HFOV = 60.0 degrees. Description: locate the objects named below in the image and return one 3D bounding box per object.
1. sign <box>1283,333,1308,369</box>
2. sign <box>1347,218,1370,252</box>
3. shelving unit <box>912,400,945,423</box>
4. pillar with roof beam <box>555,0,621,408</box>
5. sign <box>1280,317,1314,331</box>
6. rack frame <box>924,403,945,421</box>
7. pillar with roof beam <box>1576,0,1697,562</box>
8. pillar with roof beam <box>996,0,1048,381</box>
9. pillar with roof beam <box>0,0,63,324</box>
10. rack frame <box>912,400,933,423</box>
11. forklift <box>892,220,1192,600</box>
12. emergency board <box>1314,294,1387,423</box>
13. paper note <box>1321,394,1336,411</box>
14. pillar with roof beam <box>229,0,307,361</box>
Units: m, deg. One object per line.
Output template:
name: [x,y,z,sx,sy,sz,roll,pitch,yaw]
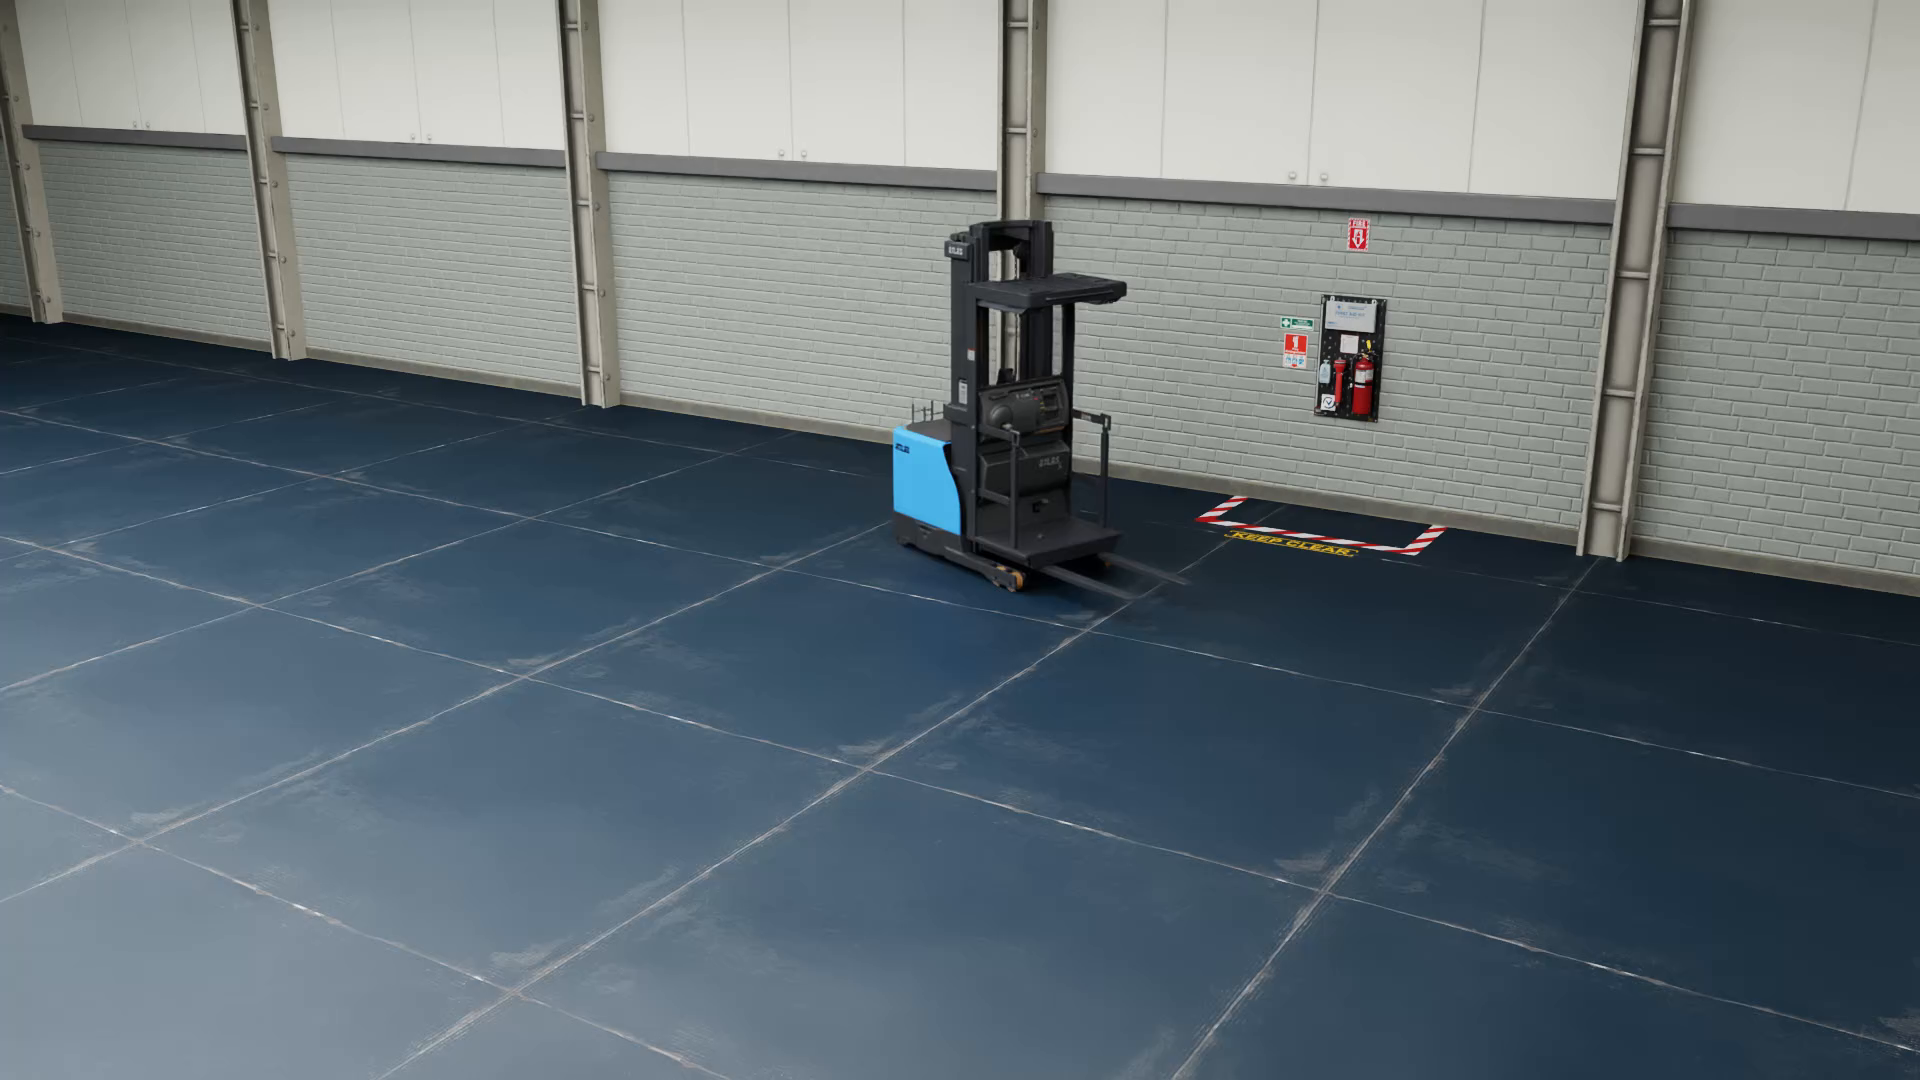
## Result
sign: [3.233,-1.823,16.030,0.234,0.329,0.001,10,20,30]
sign: [3.695,-2.832,15.422,0.199,0.298,0.001,10,20,30]
shelving unit: [-0.290,-0.681,15.427,0.258,1.200,0.189,-13,21,-36]
pillar with roof beam: [-6.743,-4.941,16.032,0.400,9.000,9.100,10,20,30]
sign: [3.232,-2.074,15.943,0.331,0.109,0.001,10,20,30]
rack frame: [-0.235,-0.660,15.357,0.240,1.200,0.006,-13,21,-36]
pillar with roof beam: [3.483,-3.115,10.023,0.400,9.000,9.100,10,20,30]
pillar with roof beam: [-1.630,-4.028,13.028,0.400,9.000,9.100,10,20,30]
pillar with roof beam: [-16.968,-6.766,22.041,0.400,9.000,9.100,10,20,30]
rack frame: [-0.346,-0.702,15.496,0.240,1.200,0.006,-13,21,-36]
forklift: [0.677,-1.133,13.938,1.130,2.935,3.031,-13,21,-36]
emergency board: [3.650,-1.696,15.674,0.643,1.169,0.194,10,20,30]
paper note: [3.535,-1.319,15.947,0.142,0.148,0.016,10,20,30]
pillar with roof beam: [-11.856,-5.853,19.037,0.400,9.000,9.100,10,20,30]
